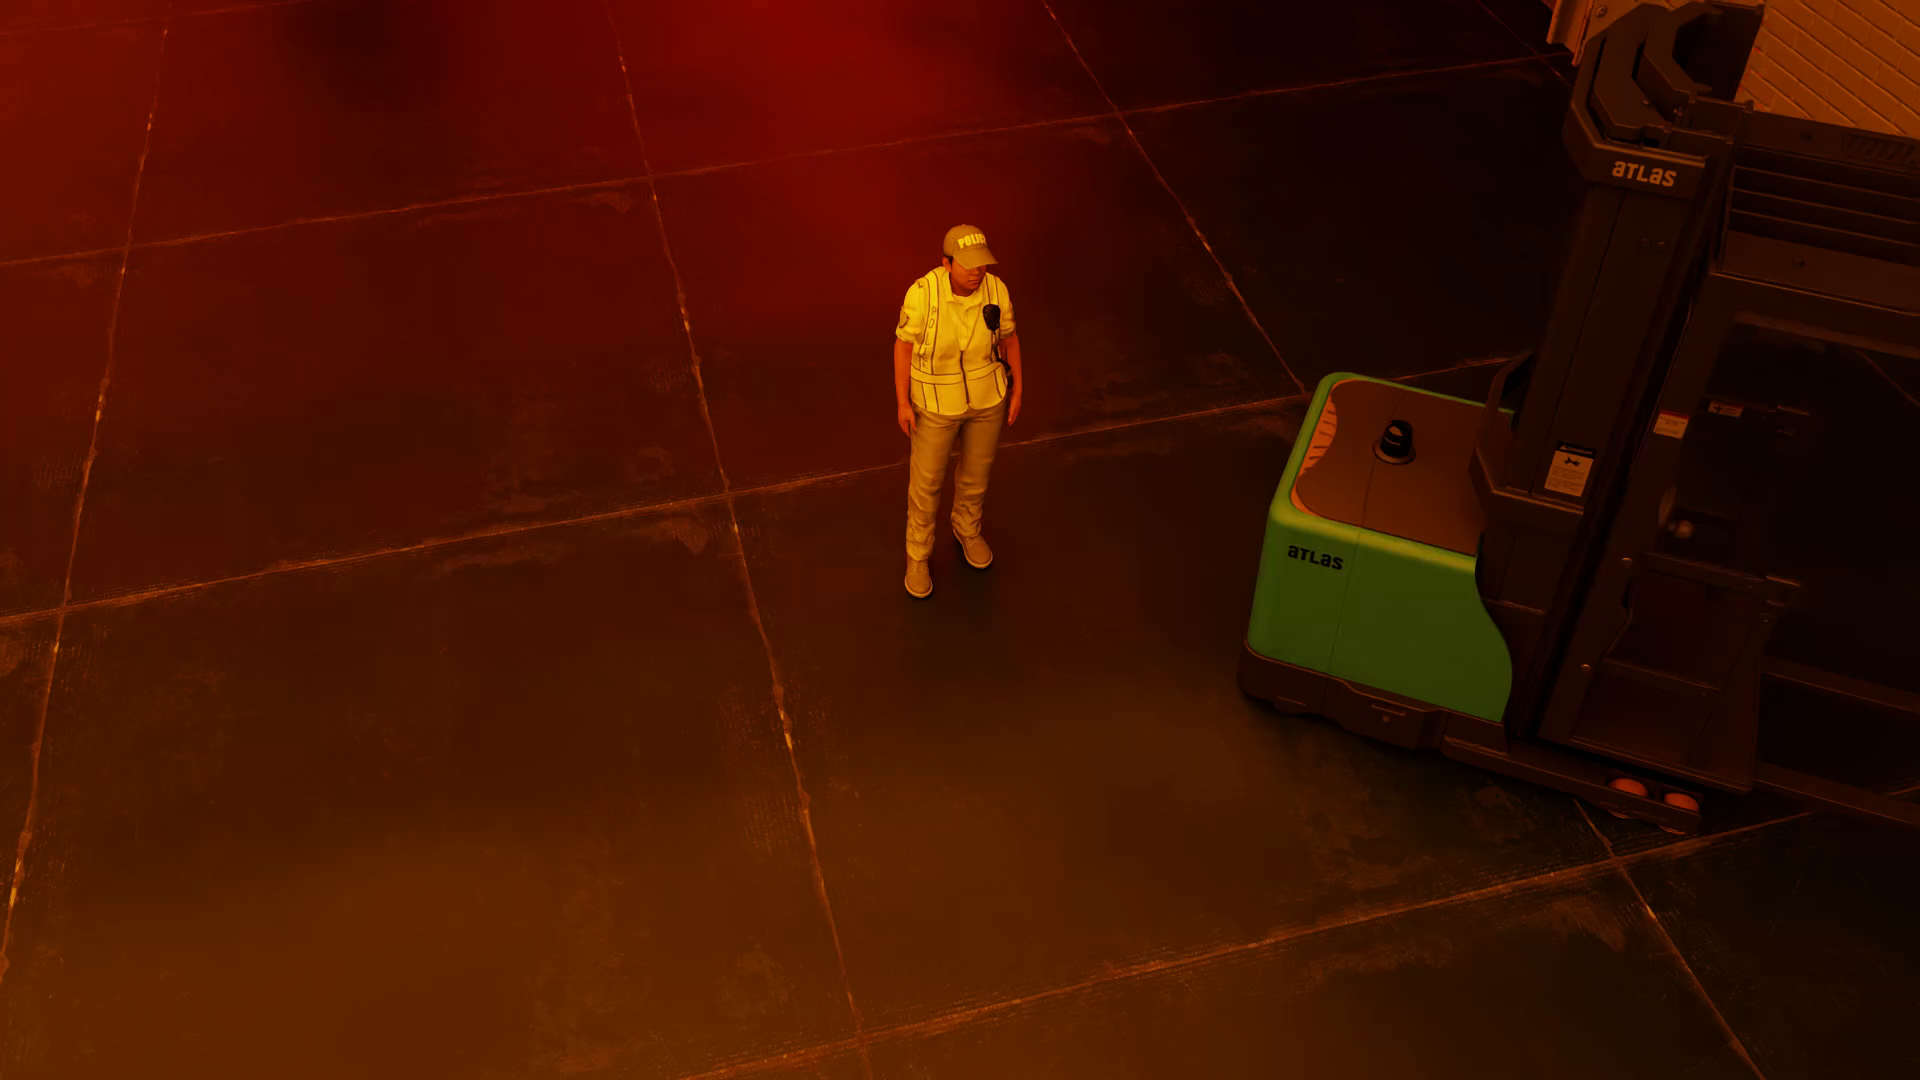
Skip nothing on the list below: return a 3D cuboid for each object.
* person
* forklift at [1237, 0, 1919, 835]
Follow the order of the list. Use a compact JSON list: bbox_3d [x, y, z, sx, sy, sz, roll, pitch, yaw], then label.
[{"bbox_3d":[-0.002,-0.555,7.143,0.598,1.670,0.527,-10,44,-11],"label":"person"},{"bbox_3d":[2.744,-0.325,5.990,3.031,2.935,1.130,15,46,16],"label":"forklift"}]
